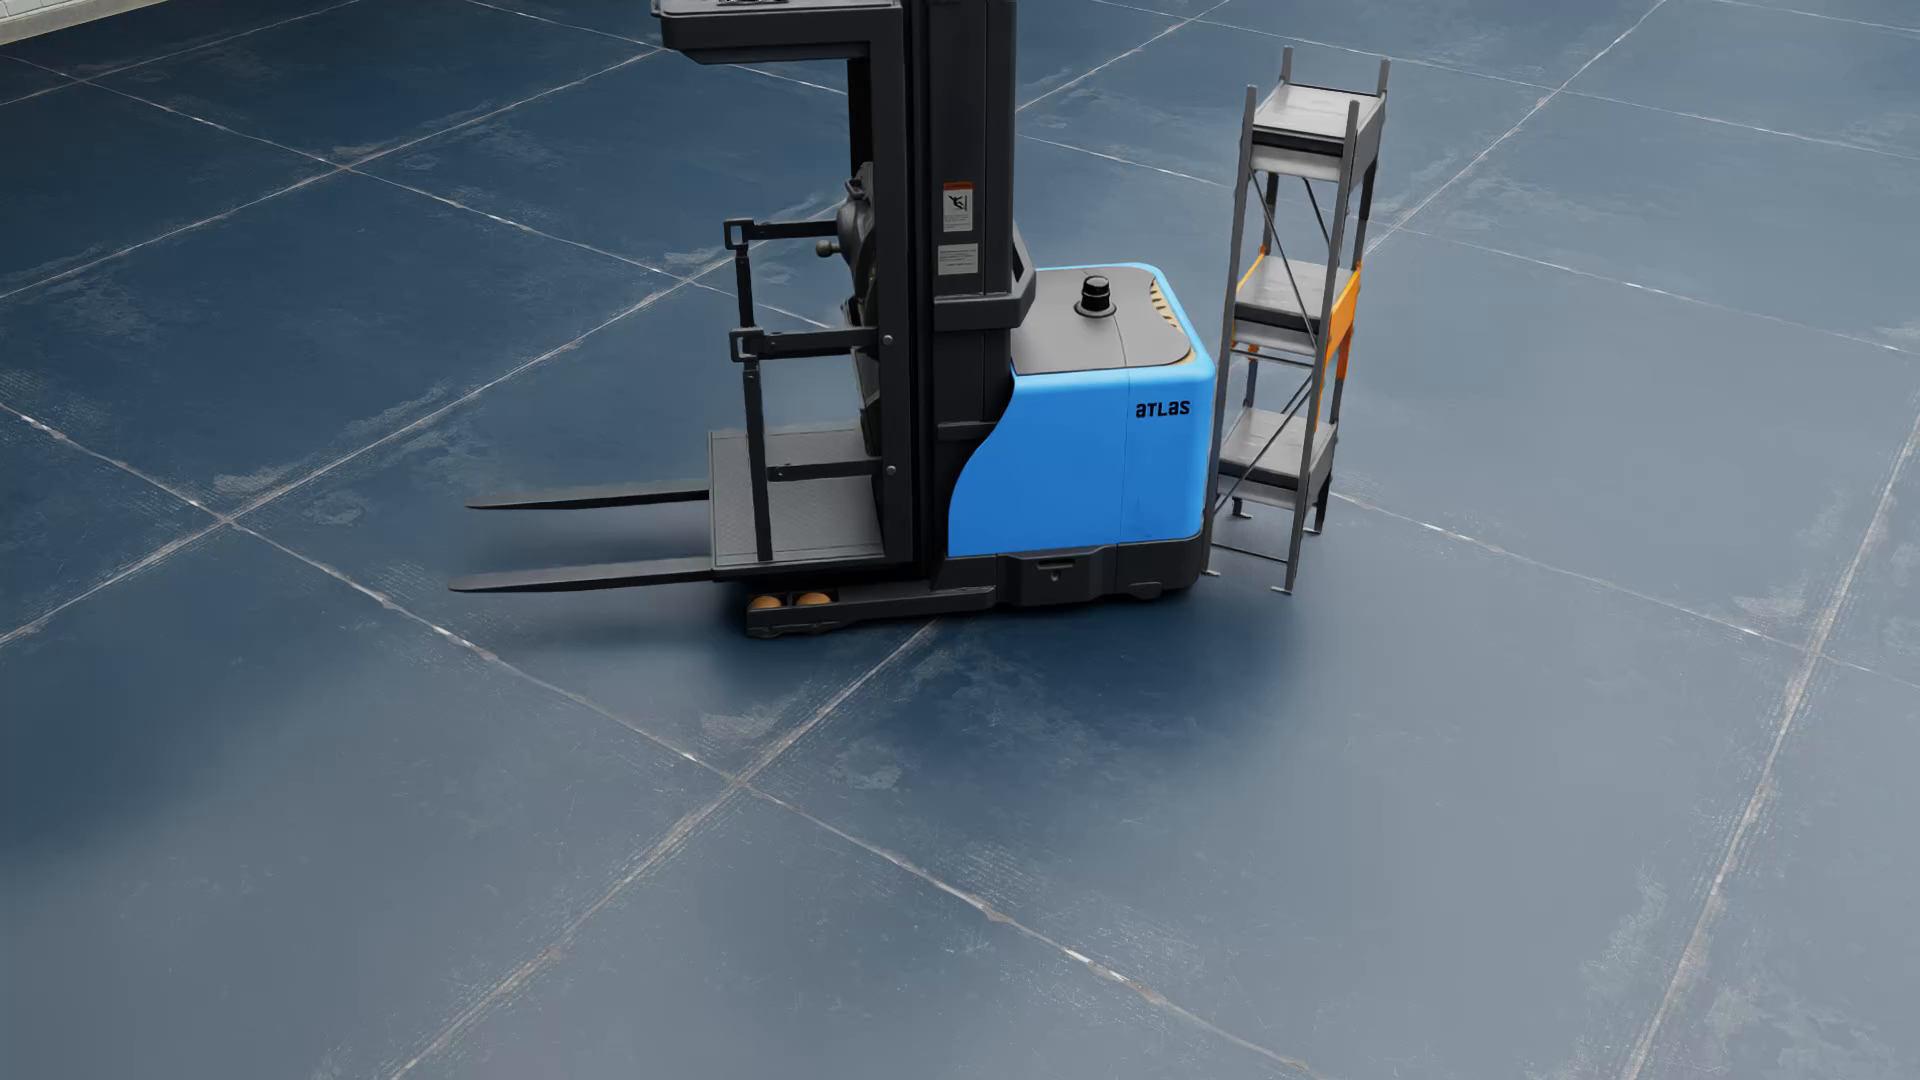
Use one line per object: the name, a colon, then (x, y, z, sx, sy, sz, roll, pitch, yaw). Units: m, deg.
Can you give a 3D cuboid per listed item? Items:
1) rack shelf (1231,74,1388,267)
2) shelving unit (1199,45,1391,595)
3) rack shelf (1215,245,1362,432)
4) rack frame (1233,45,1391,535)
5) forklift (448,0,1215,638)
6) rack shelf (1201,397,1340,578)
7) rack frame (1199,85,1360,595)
rack shelf: (1.300, -1.384, 6.197, 0.431, 0.518, 0.480, 14, 37, 20)
shelving unit: (1.300, -0.816, 6.582, 0.431, 2.100, 0.503, 14, 37, 20)
rack shelf: (1.300, -0.804, 6.590, 0.431, 0.518, 0.480, 14, 37, 20)
rack frame: (1.401, -0.940, 6.766, 0.400, 2.100, 0.015, 14, 37, 20)
forklift: (-0.567, -1.137, 6.315, 3.031, 2.935, 1.130, -4, 34, -7)
rack shelf: (1.300, -0.225, 6.982, 0.431, 0.518, 0.480, 14, 37, 20)
rack frame: (1.199, -0.691, 6.398, 0.400, 2.100, 0.015, 14, 37, 20)
